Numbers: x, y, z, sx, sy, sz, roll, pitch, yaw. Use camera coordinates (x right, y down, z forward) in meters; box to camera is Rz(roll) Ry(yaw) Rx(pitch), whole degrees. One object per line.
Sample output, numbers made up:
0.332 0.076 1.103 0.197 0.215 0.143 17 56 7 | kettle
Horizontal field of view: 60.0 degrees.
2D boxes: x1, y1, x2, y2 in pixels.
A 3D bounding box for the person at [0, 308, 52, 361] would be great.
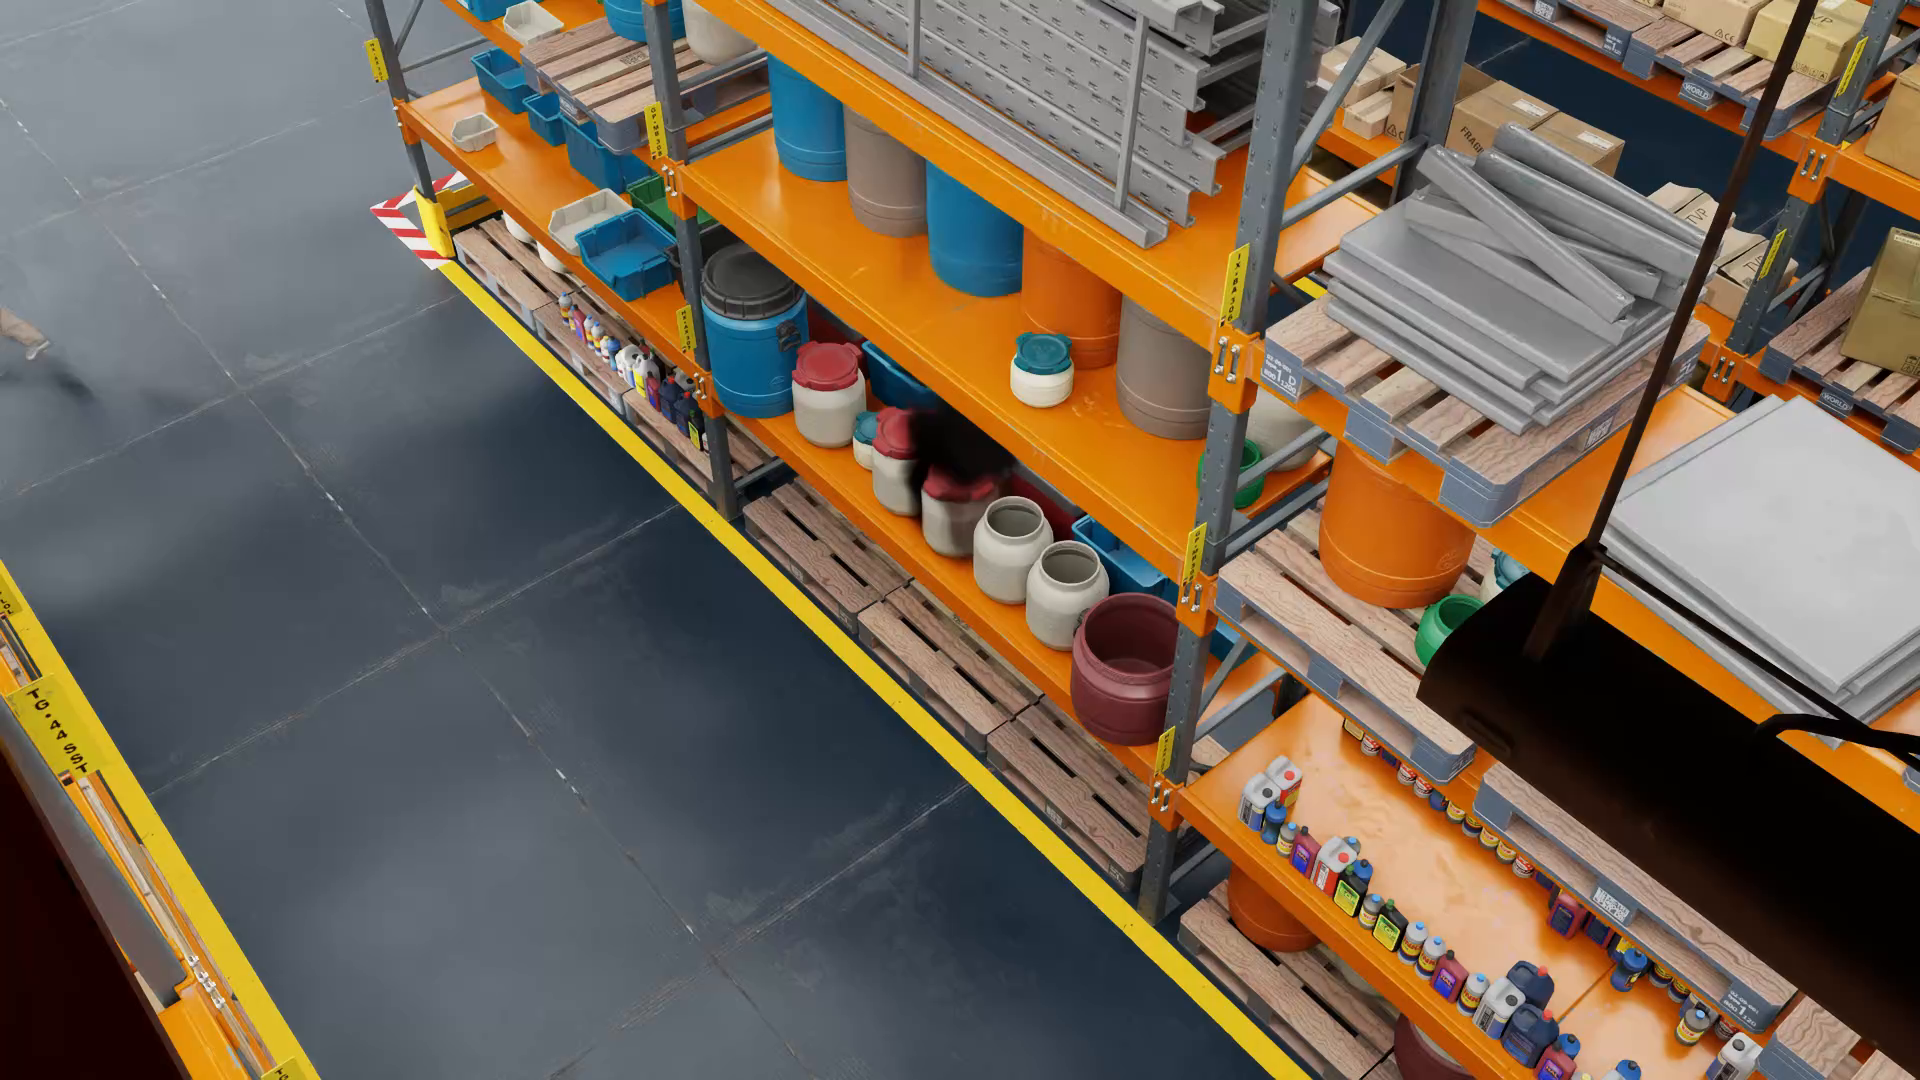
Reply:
-7.052 -1.788 11.584 1.020 1.695 0.703 3 47 3 | person
